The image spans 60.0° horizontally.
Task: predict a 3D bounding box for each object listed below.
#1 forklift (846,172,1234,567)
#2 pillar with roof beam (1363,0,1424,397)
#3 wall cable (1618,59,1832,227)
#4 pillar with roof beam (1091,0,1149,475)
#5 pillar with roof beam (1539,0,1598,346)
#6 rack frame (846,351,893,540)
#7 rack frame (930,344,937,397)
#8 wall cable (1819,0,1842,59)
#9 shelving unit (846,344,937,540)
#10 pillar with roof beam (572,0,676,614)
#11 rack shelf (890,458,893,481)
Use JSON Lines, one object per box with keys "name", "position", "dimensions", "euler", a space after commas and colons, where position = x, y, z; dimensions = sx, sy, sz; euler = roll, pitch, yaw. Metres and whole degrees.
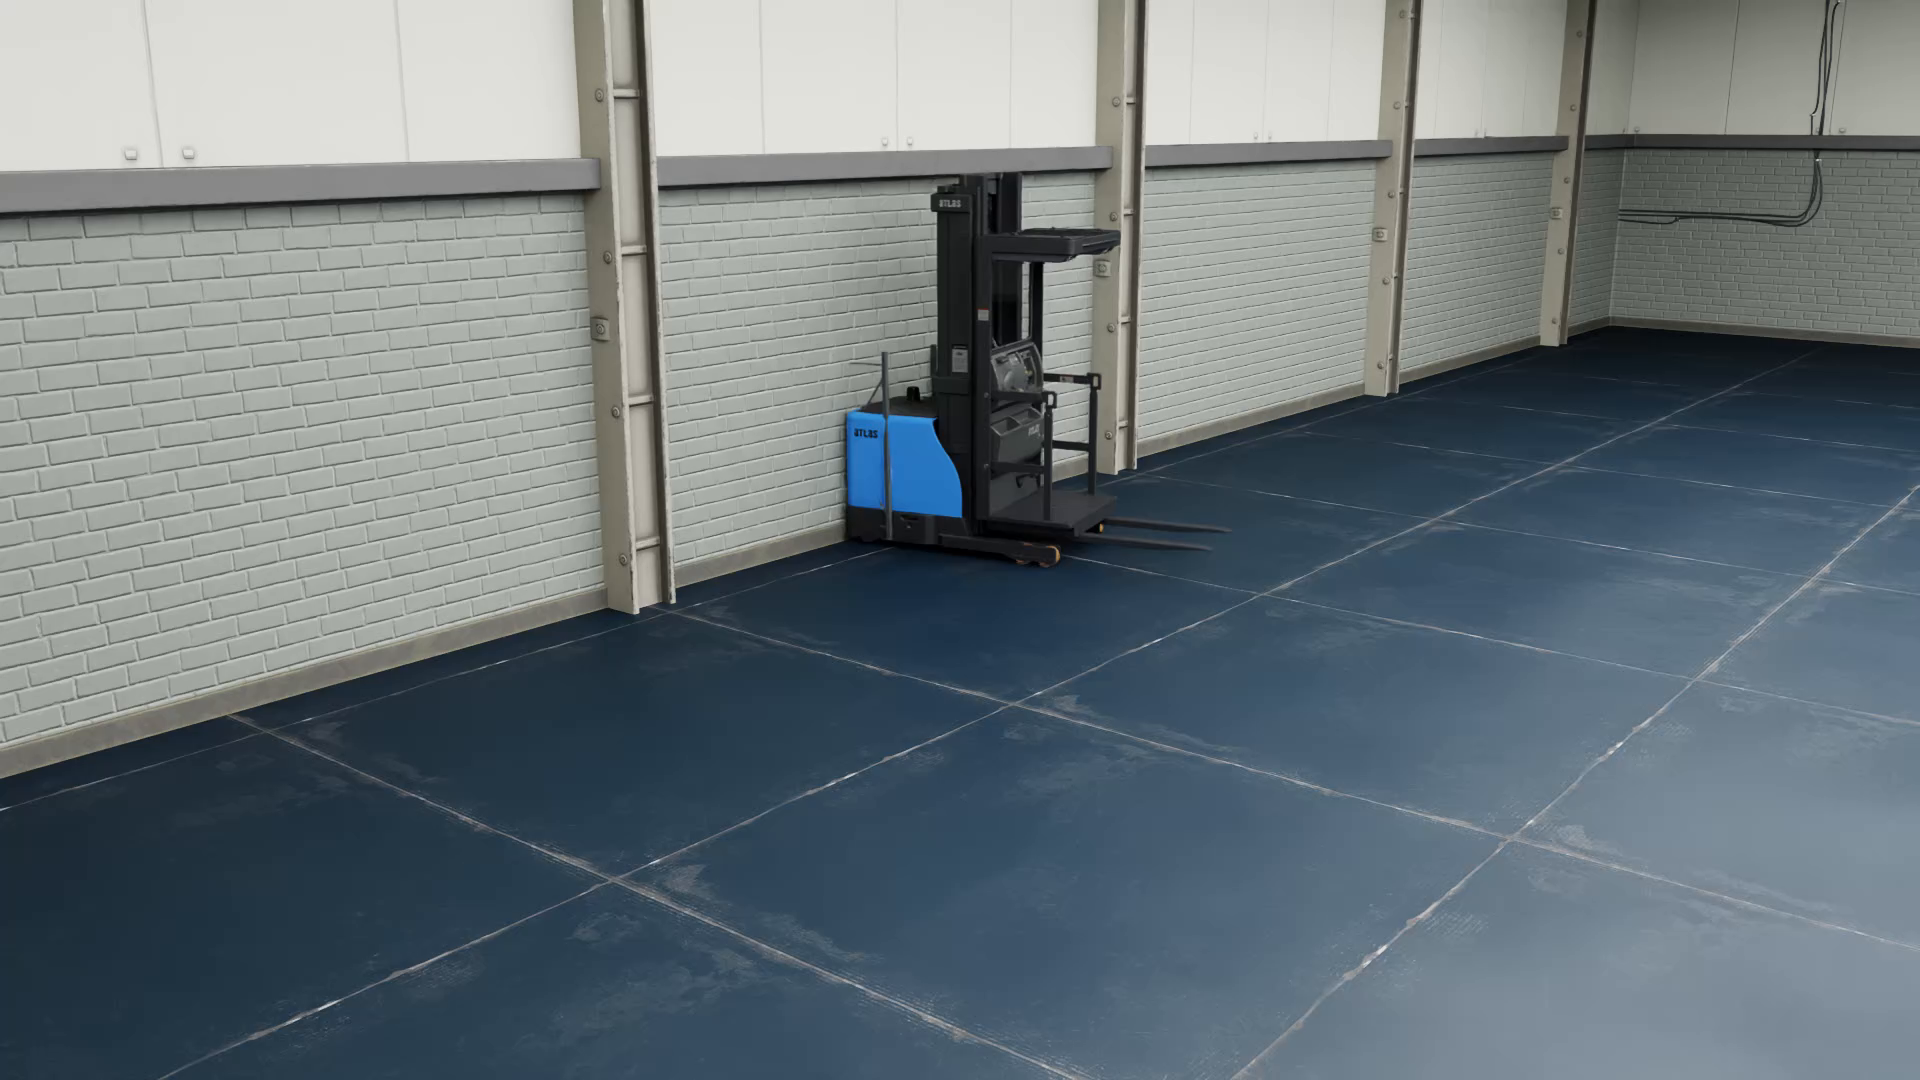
{"name": "forklift", "position": [0.634, -1.361, 13.027], "dimensions": [3.031, 2.935, 1.130], "euler": [6, 16, 24]}
{"name": "pillar with roof beam", "position": [8.622, -5.536, 17.139], "dimensions": [9.100, 9.000, 0.400], "euler": [11, 18, 38]}
{"name": "wall cable", "position": [11.924, -6.206, 26.083], "dimensions": [3.097, 2.526, 0.112], "euler": [11, 18, 38]}
{"name": "pillar with roof beam", "position": [4.851, -4.387, 12.616], "dimensions": [9.100, 9.000, 0.400], "euler": [11, 18, 38]}
{"name": "pillar with roof beam", "position": [12.393, -6.685, 21.662], "dimensions": [9.100, 9.000, 0.400], "euler": [11, 18, 38]}
{"name": "rack frame", "position": [-0.744, -0.762, 13.333], "dimensions": [0.500, 1.500, 0.032], "euler": [8, 13, 43]}
{"name": "rack frame", "position": [-0.046, -0.895, 14.061], "dimensions": [0.500, 1.500, 0.032], "euler": [8, 13, 43]}
{"name": "wall cable", "position": [14.029, -8.235, 23.813], "dimensions": [3.097, 2.526, 0.112], "euler": [11, 18, 38]}
{"name": "shelving unit", "position": [-0.395, -0.829, 13.697], "dimensions": [0.538, 1.500, 1.048], "euler": [8, 13, 43]}
{"name": "pillar with roof beam", "position": [1.080, -3.238, 8.093], "dimensions": [9.100, 9.000, 0.400], "euler": [11, 18, 38]}
{"name": "rack shelf", "position": [-0.391, -0.651, 13.726], "dimensions": [0.538, 0.185, 1.000], "euler": [8, 13, 43]}
